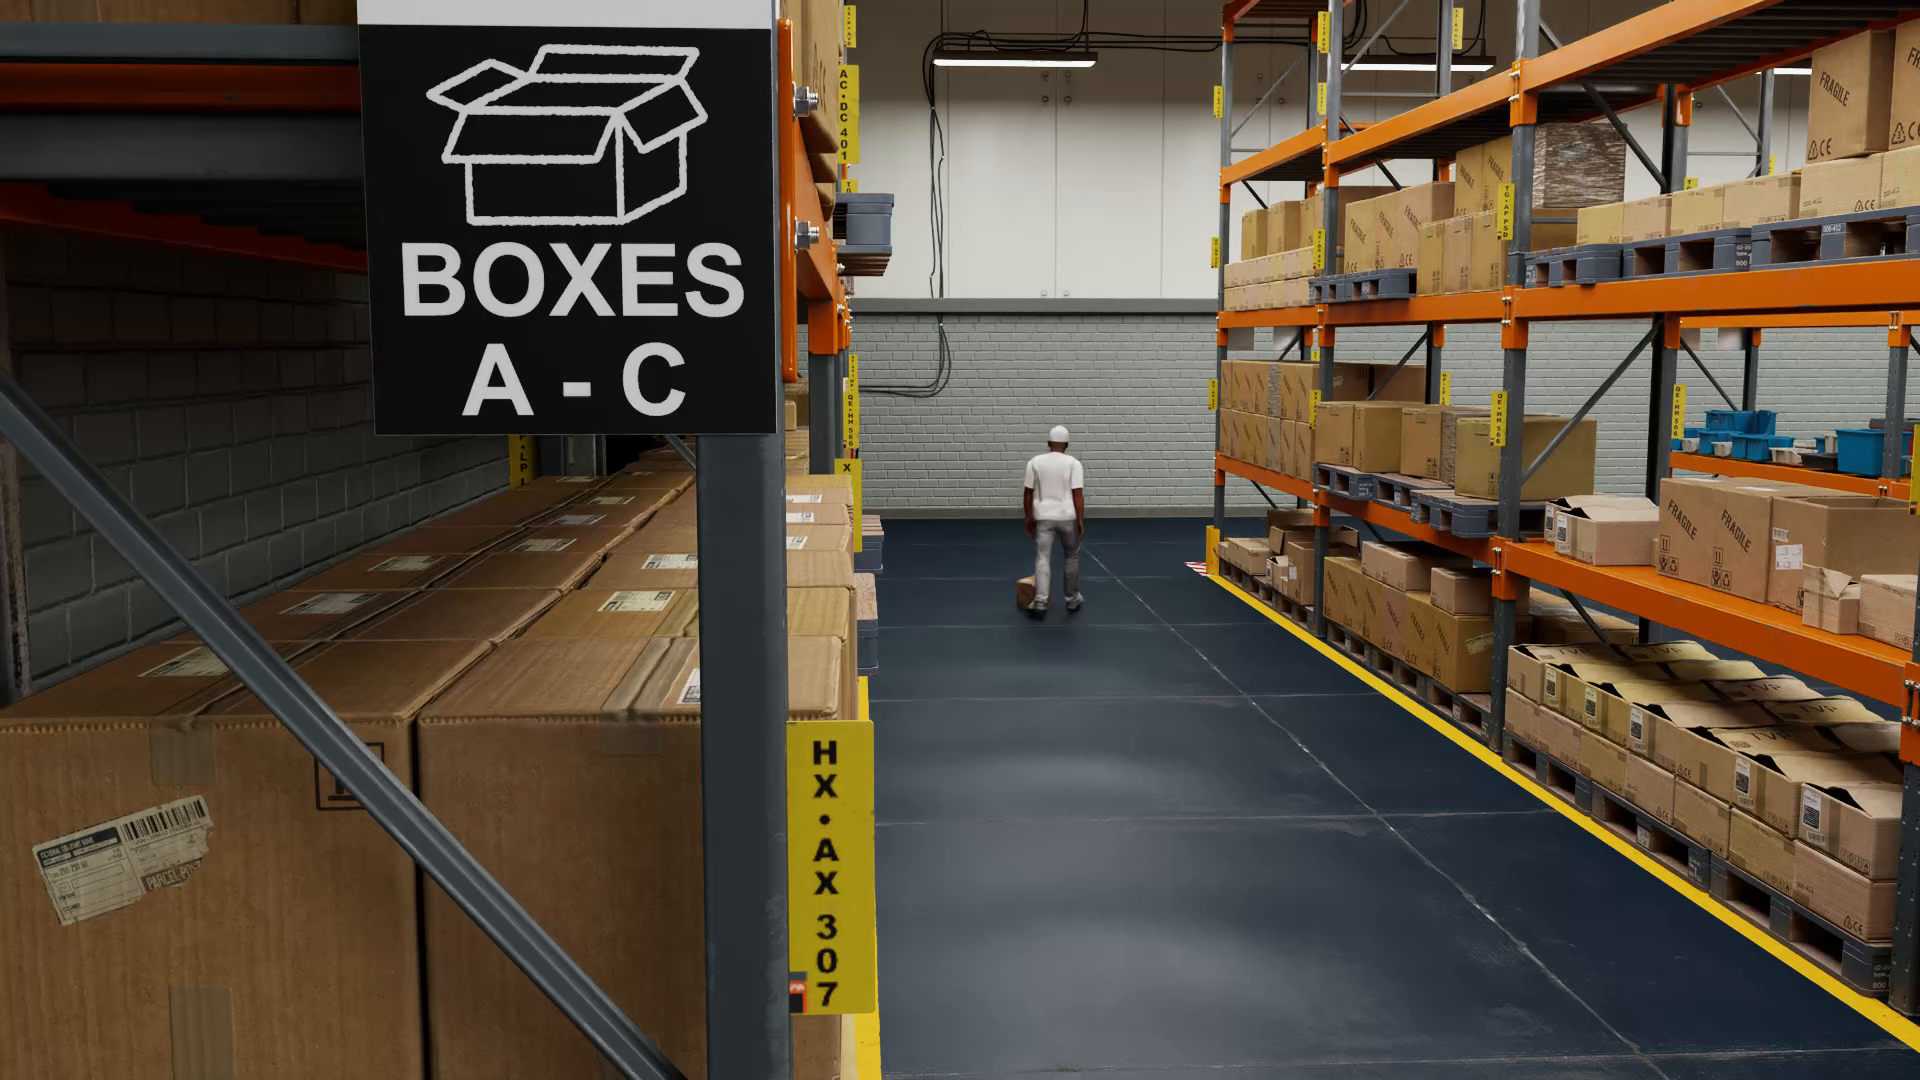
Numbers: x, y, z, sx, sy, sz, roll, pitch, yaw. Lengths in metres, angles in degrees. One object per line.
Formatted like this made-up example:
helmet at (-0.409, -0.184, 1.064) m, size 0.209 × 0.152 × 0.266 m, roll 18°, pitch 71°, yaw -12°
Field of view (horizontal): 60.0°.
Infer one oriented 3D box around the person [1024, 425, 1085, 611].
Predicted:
person at (0.870, -0.189, 15.342) m, size 0.593 × 1.727 × 0.944 m, roll 1°, pitch 7°, yaw 12°
